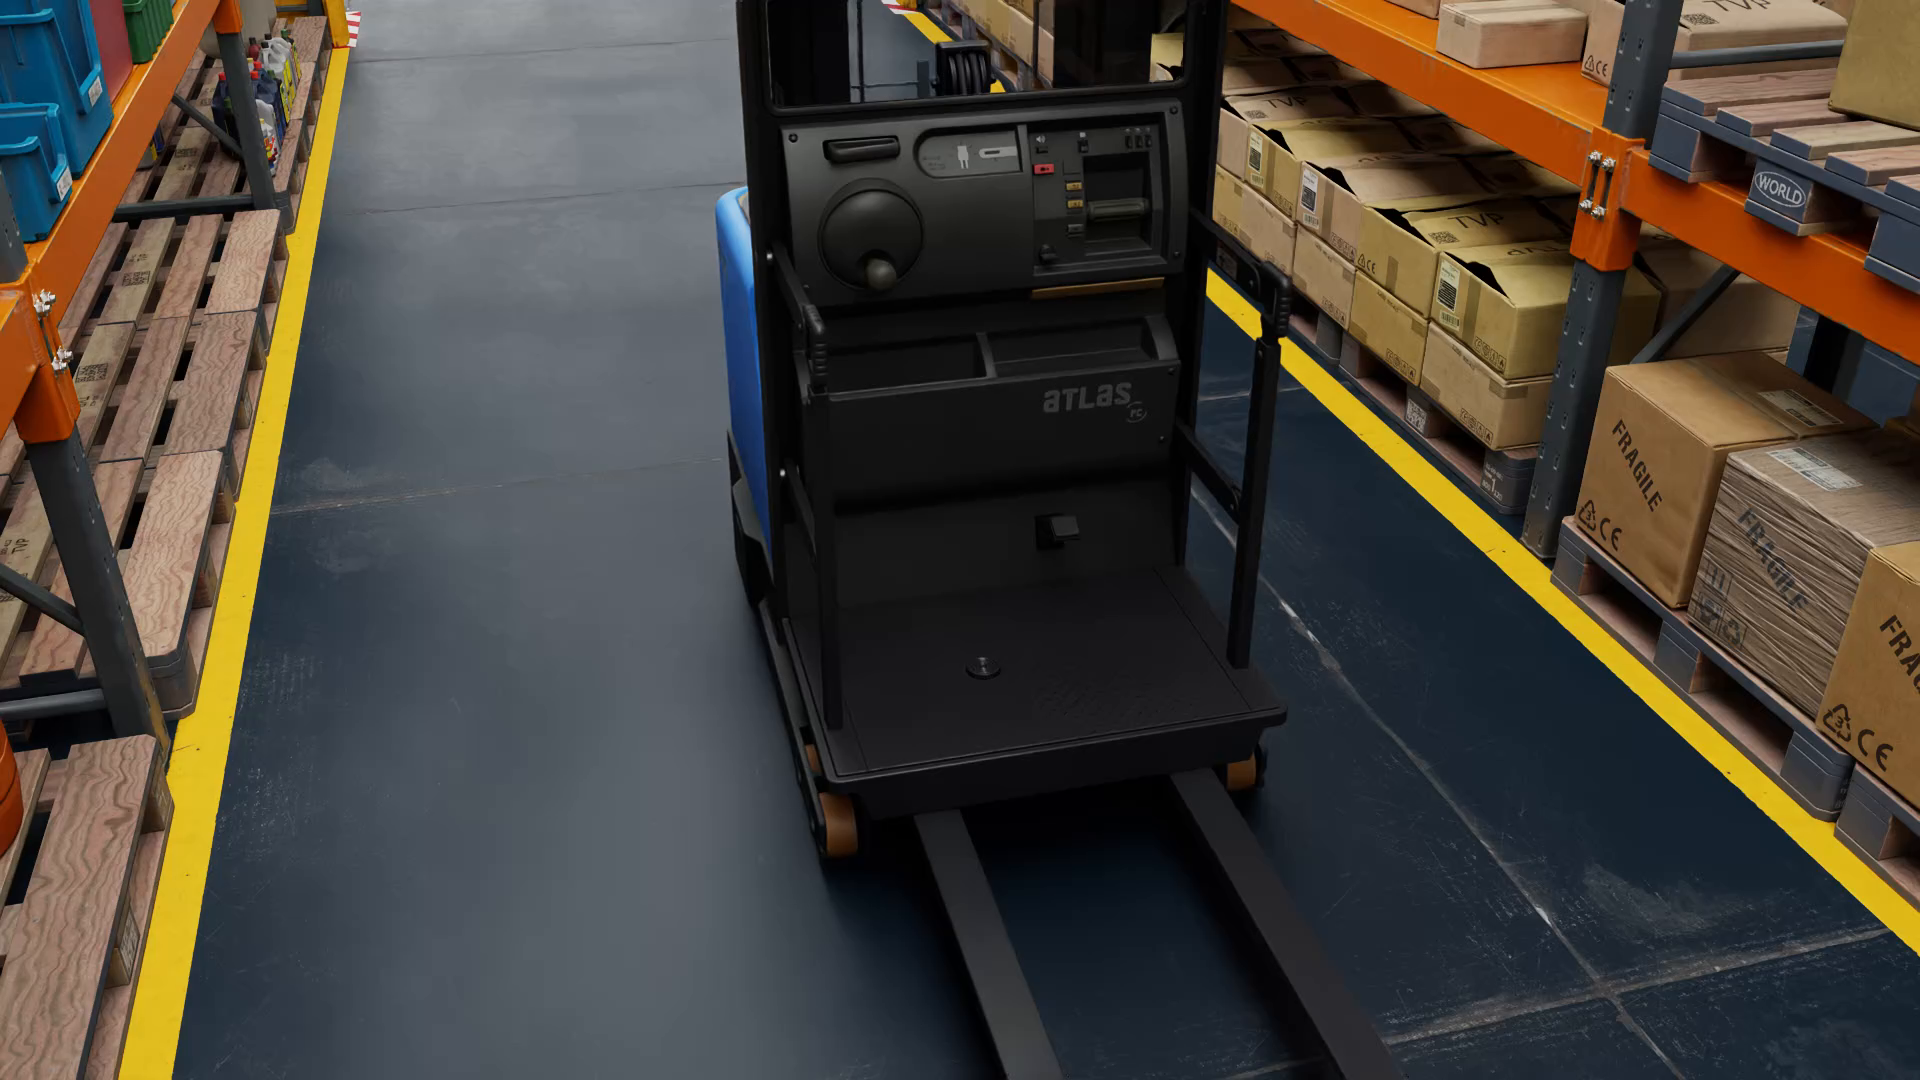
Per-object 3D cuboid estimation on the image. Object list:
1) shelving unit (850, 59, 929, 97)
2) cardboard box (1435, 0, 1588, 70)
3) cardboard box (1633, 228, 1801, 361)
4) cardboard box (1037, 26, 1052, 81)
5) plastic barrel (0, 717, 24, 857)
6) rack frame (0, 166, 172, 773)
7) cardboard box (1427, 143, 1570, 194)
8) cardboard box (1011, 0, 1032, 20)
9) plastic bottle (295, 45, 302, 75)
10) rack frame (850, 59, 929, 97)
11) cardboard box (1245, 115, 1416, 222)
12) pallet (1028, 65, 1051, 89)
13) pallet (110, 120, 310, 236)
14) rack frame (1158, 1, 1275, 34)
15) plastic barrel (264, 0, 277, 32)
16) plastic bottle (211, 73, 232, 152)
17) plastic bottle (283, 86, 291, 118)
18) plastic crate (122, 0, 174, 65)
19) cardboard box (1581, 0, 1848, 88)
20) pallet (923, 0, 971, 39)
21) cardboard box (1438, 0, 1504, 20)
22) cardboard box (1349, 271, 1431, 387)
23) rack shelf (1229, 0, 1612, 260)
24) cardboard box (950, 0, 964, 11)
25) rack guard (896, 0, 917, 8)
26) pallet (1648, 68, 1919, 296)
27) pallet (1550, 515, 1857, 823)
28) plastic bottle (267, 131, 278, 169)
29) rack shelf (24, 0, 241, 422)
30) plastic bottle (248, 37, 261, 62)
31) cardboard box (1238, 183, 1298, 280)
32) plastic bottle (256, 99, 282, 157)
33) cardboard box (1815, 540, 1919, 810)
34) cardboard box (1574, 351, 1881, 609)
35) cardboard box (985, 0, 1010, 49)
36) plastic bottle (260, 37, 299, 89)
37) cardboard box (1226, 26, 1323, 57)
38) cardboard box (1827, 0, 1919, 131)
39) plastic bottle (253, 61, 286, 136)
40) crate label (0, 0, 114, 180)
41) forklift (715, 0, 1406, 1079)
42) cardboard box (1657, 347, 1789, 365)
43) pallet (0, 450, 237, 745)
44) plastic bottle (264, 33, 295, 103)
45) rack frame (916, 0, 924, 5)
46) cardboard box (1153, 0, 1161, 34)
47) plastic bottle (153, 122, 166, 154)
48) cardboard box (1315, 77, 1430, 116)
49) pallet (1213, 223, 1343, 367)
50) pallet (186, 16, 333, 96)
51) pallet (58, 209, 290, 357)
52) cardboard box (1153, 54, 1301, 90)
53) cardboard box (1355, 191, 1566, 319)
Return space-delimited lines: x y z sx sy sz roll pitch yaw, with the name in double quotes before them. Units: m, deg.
"shelving unit" -0.232 -0.968 5.799 0.538 1.125 1.048 -7 31 -12
"cardboard box" 1.754 -1.615 5.297 0.380 0.149 0.250 -8 31 -13
"cardboard box" 2.403 -0.853 5.494 0.500 0.311 0.500 -7 31 -12
"cardboard box" 0.741 -2.688 9.224 0.500 0.250 0.500 -8 31 -13
"plastic barrel" -2.371 0.322 3.446 0.600 0.830 0.708 -8 31 -13
"rack frame" -2.517 -0.669 3.412 1.000 3.000 0.127 -8 31 -13
"cardboard box" 2.123 -1.352 6.357 0.500 0.311 0.500 -9 31 -15
"cardboard box" 0.606 -3.253 9.453 0.500 0.500 0.500 -8 31 -13
"plastic bottle" -3.731 -2.684 9.247 0.097 0.201 0.097 0 30 0
"rack frame" -0.357 -1.215 6.225 0.500 1.125 0.032 -7 31 -12
"cardboard box" 1.476 -1.517 6.643 0.500 0.311 0.500 -7 31 -12
"pallet" 1.027 -2.441 9.256 1.003 0.211 1.213 -8 31 -13
"pallet" -3.717 -1.724 8.018 1.003 0.211 1.213 -8 31 -13
"rack frame" 1.198 -3.258 7.885 1.000 3.000 0.127 -8 31 -13
"plastic barrel" -4.392 -3.331 10.074 0.421 0.512 0.421 0 30 0
"plastic bottle" -3.532 -2.071 8.039 0.144 0.351 0.185 -8 31 -13
"plastic bottle" -3.496 -2.257 8.509 0.097 0.201 0.097 0 30 0
"plastic crate" -2.845 -1.706 5.415 0.450 0.188 0.662 -8 31 -13
"cardboard box" 2.205 -1.469 4.883 0.500 0.311 0.500 -6 31 -10
"pallet" 0.379 -3.619 11.292 1.003 0.211 1.213 -8 31 -13
"cardboard box" 1.867 -1.826 5.661 0.380 0.149 0.250 -6 31 -10
"cardboard box" 1.744 -0.788 5.943 0.500 0.250 0.500 -8 31 -14
"rack shelf" 1.728 -1.981 6.396 1.077 0.370 4.000 -8 31 -13
"cardboard box" 0.200 -3.652 10.891 0.500 0.250 0.500 -8 31 -13
"rack guard" 0.130 -4.120 11.869 1.175 0.500 0.348 -8 31 -13
"pallet" 2.507 -0.925 4.045 1.213 0.211 1.003 -8 31 -13
"pallet" 2.421 0.246 4.614 1.003 0.211 1.213 -8 31 -13
"plastic bottle" -3.268 -1.842 7.792 0.097 0.201 0.097 0 30 0
"rack shelf" -3.048 -1.324 5.261 1.077 0.370 4.000 -8 31 -13
"plastic bottle" -3.793 -2.579 8.985 0.061 0.283 0.133 -8 31 -13
"cardboard box" 1.474 -1.279 6.792 0.500 0.250 0.500 -7 31 -12
"plastic bottle" -3.353 -1.978 7.952 0.152 0.276 0.135 -7 31 -11
"cardboard box" 2.377 0.318 3.762 0.500 0.500 0.500 -8 31 -14
"cardboard box" 2.105 -0.177 4.617 0.500 0.500 0.500 -7 31 -11
"cardboard box" 0.460 -3.168 10.055 0.500 0.250 0.500 -8 31 -13
"plastic bottle" -3.690 -2.591 9.011 0.152 0.276 0.135 -8 31 -13
"cardboard box" 1.582 -2.335 8.056 0.500 0.311 0.500 -8 31 -13
"cardboard box" 2.535 -1.262 3.917 0.700 0.500 0.500 -19 35 -30
"plastic bottle" -3.443 -2.181 8.230 0.144 0.351 0.185 -9 31 -15
"crate label" -2.520 -1.200 4.294 0.502 0.435 0.616 -8 31 -13
"forklift" 0.123 -0.727 3.580 1.130 2.935 3.031 -7 31 -12
"cardboard box" 2.403 -0.610 5.635 0.500 0.250 0.500 -8 31 -13
"pallet" -2.686 0.158 4.766 1.003 0.211 1.213 -8 31 -13
"plastic bottle" -3.606 -2.477 8.740 0.144 0.351 0.185 -7 31 -11
"rack frame" 0.136 -5.190 11.222 1.000 3.000 0.127 -8 31 -13
"cardboard box" 1.236 -3.080 9.155 0.500 0.500 0.500 -8 31 -13
"plastic bottle" -3.943 -2.010 8.008 0.152 0.276 0.135 -8 31 -13
"cardboard box" 1.856 -1.843 7.206 0.500 0.311 0.500 -8 31 -13
"pallet" 1.758 -1.110 6.957 1.003 0.211 1.213 -8 31 -13
"pallet" -4.365 -2.903 10.054 1.003 0.211 1.213 -8 31 -13
"pallet" -3.333 -1.020 6.802 1.003 0.211 1.213 -8 31 -13
"cardboard box" 1.195 -2.017 7.507 0.500 0.311 0.500 -8 31 -14
"cardboard box" 1.739 -1.031 5.803 0.500 0.311 0.500 -8 31 -14
